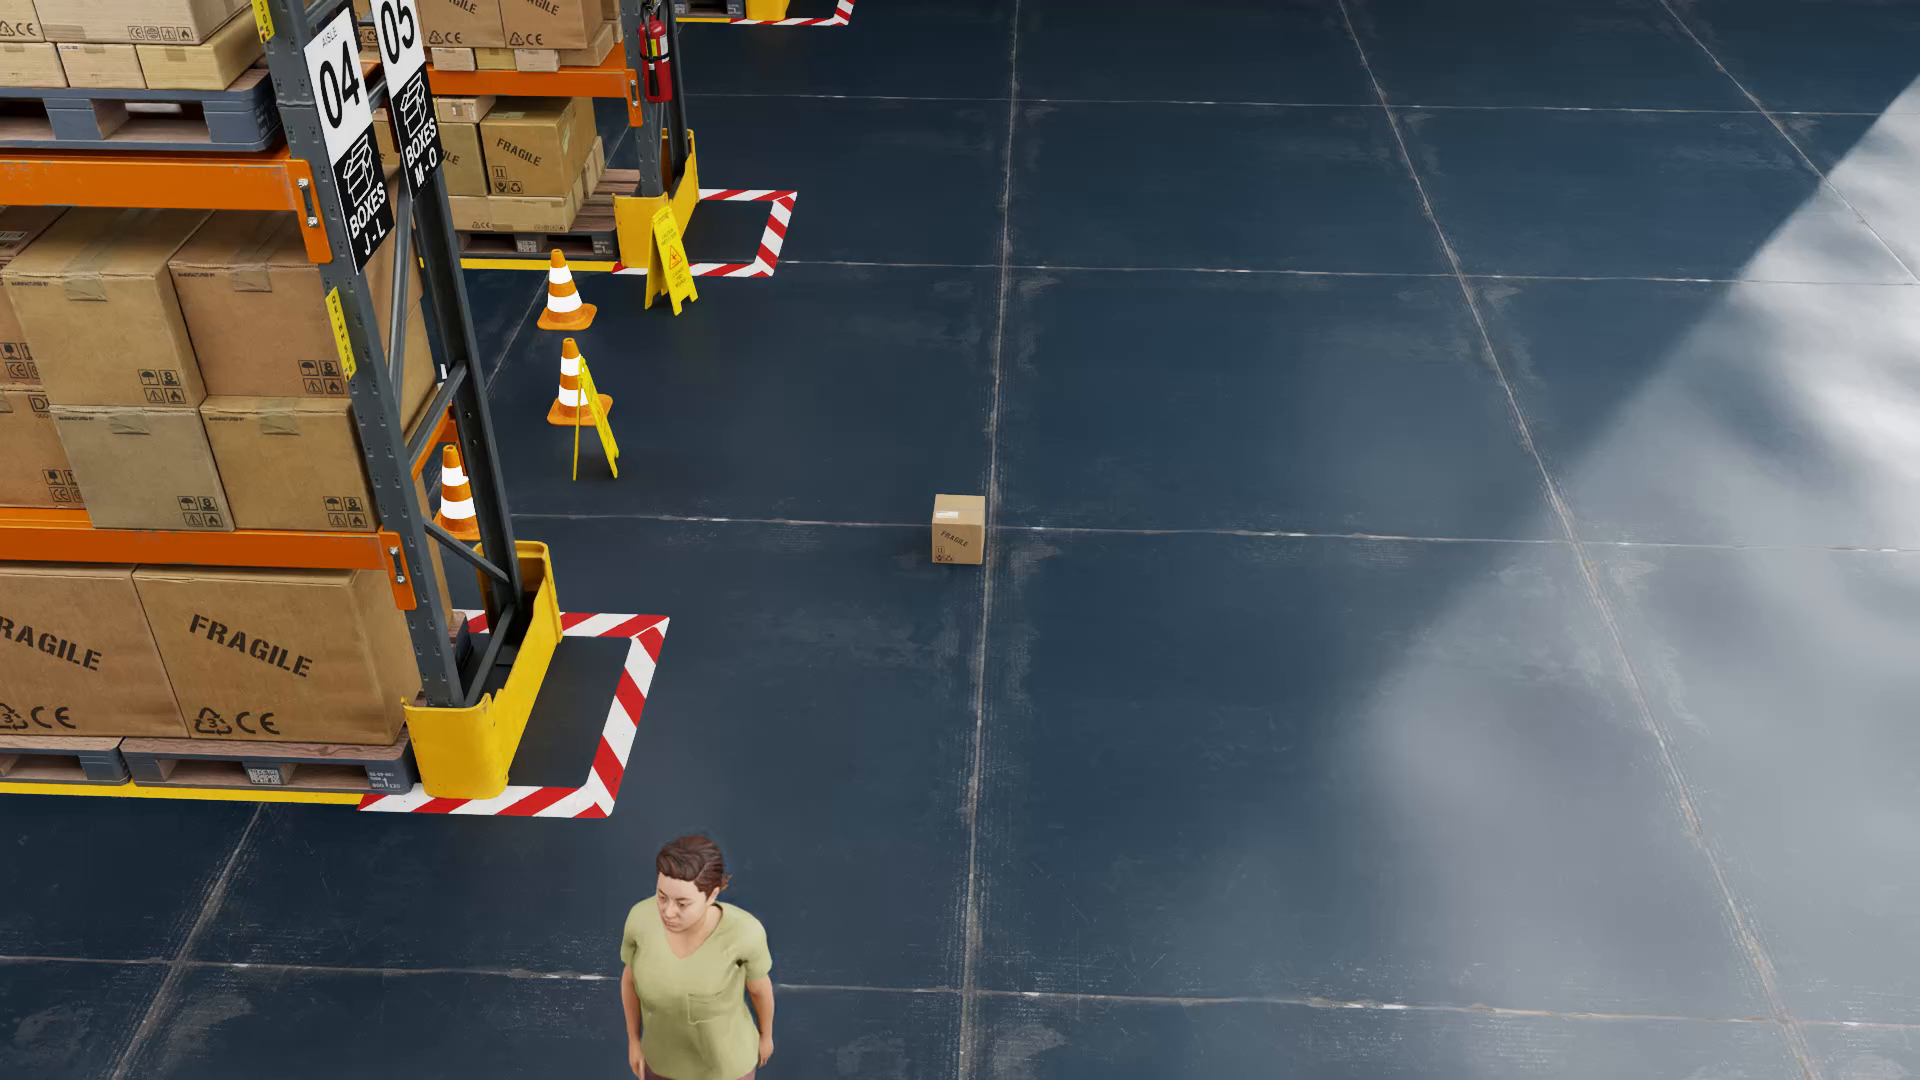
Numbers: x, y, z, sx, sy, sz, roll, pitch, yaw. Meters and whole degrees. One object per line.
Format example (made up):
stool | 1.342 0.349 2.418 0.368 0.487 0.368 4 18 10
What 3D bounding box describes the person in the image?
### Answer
person | -0.780 1.502 5.024 0.447 1.642 0.830 8 37 11
